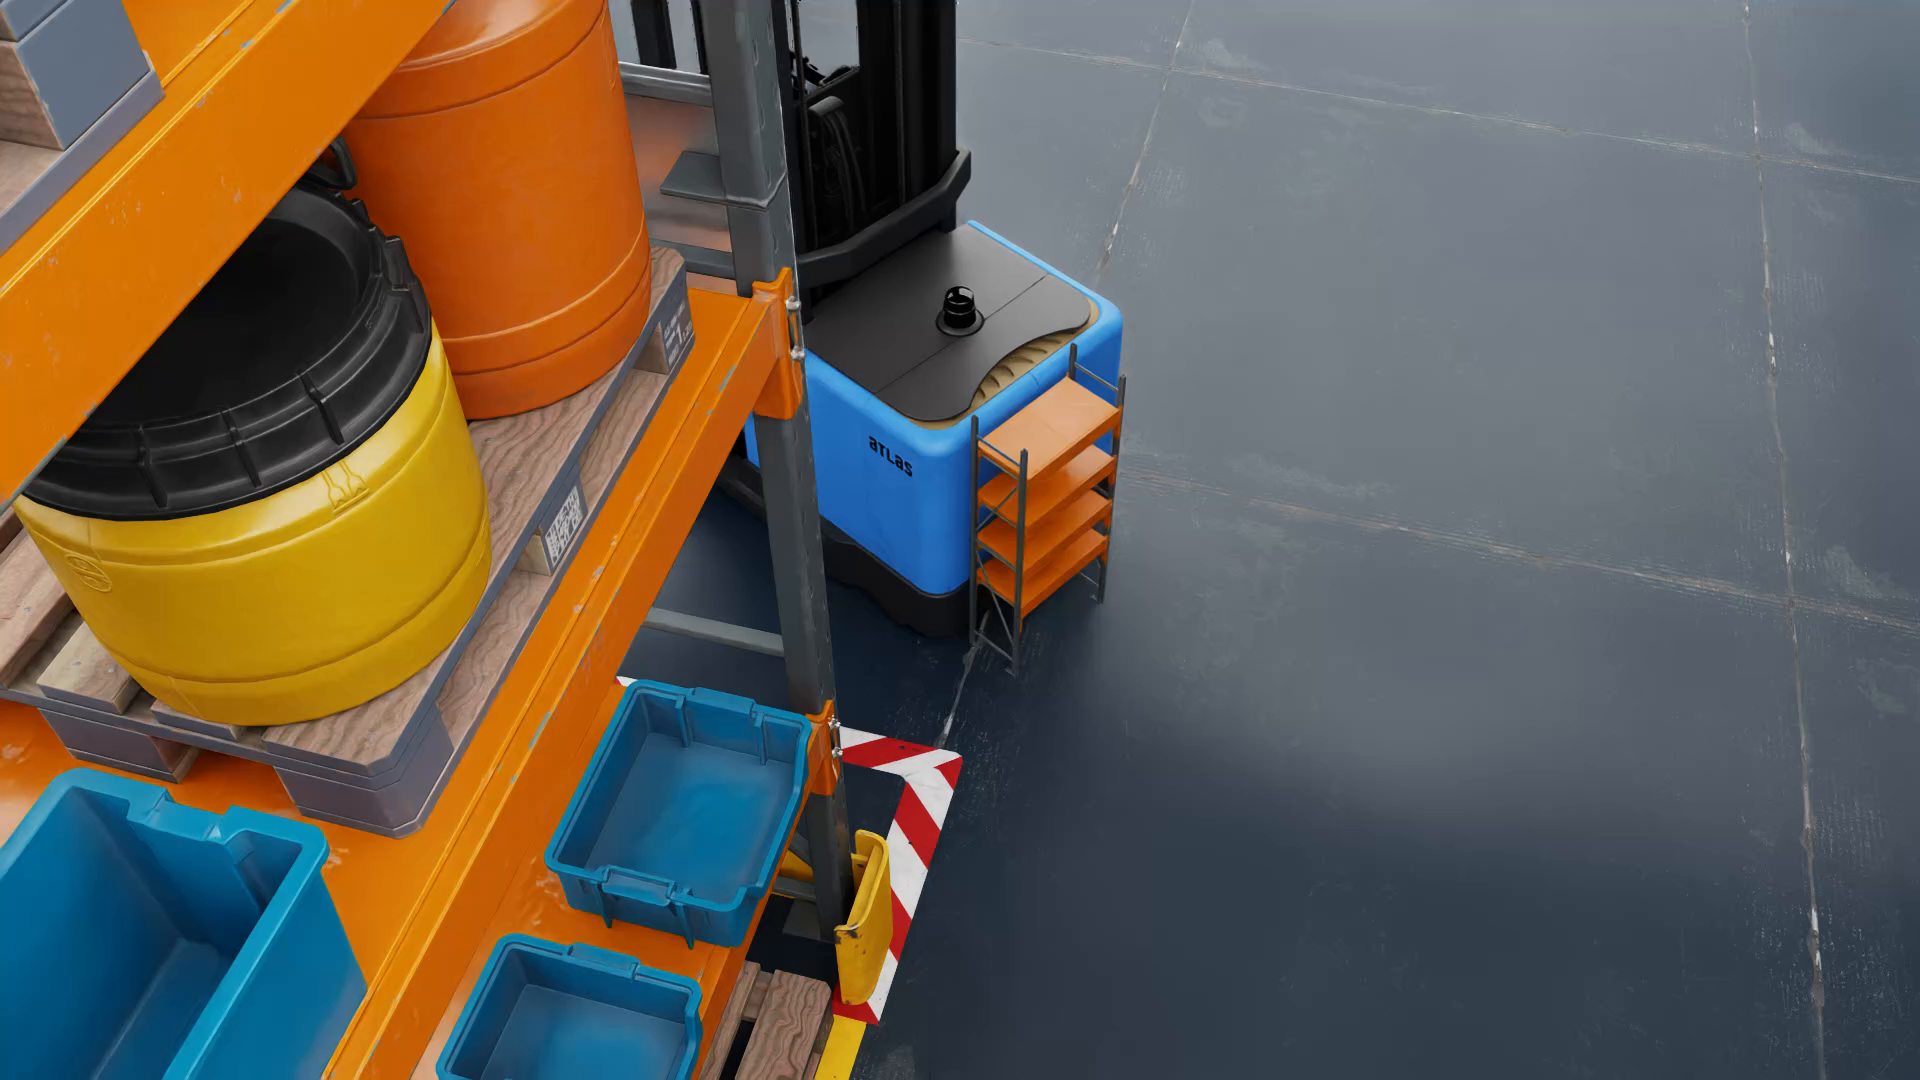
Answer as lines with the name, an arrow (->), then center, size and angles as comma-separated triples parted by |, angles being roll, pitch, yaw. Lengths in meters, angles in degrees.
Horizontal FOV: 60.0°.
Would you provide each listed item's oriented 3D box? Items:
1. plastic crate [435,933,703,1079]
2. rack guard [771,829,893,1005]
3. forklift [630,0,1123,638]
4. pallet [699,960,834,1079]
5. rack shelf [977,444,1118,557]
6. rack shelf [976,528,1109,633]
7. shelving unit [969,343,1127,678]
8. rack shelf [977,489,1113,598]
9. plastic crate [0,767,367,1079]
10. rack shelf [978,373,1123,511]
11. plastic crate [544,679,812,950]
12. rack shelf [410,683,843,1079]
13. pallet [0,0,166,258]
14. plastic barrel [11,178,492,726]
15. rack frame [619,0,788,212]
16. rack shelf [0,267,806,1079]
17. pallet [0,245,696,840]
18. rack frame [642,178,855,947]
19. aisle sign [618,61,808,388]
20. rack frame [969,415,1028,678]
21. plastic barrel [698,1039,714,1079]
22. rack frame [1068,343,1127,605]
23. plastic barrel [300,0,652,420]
plastic crate -> -0.860, 1.151, 3.752 | 0.499, 0.251, 0.408 | 12, 50, 10
rack guard -> -0.815, 1.103, 5.362 | 1.175, 0.500, 0.348 | 12, 50, 10
forklift -> -0.804, -1.592, 6.119 | 3.031, 2.935, 1.130 | 36, 58, 27
pallet -> -1.034, 1.786, 4.952 | 1.003, 0.211, 1.213 | 12, 50, 10
rack shelf -> 0.296, -0.182, 5.820 | 0.258, 0.148, 0.480 | 36, 58, 27
rack shelf -> 0.296, 0.097, 6.137 | 0.258, 0.148, 0.480 | 36, 58, 27
shelving unit -> 0.296, -0.079, 5.938 | 0.258, 1.200, 0.503 | 36, 58, 27
rack shelf -> 0.296, -0.034, 5.988 | 0.258, 0.148, 0.480 | 36, 58, 27
plastic crate -> -1.052, 0.663, 2.093 | 0.392, 0.384, 0.575 | 12, 50, 10
rack shelf -> 0.296, -0.339, 5.643 | 0.258, 0.148, 0.480 | 36, 58, 27
plastic crate -> -0.684, 0.682, 4.165 | 0.499, 0.251, 0.616 | 12, 50, 10
rack shelf -> -1.367, 1.897, 3.474 | 1.077, 0.370, 4.000 | 12, 50, 10
pallet -> -1.384, -0.172, 1.211 | 1.003, 0.211, 1.213 | 12, 50, 10
plastic barrel -> -1.018, -0.132, 2.379 | 0.600, 0.588, 0.600 | 0, 49, 0
rack frame -> -0.841, -1.773, 2.232 | 1.000, 3.000, 0.127 | 12, 50, 10
rack shelf -> -1.367, 0.904, 2.349 | 1.077, 0.370, 4.000 | 12, 50, 10
pallet -> -1.153, -0.139, 2.916 | 1.003, 0.211, 1.213 | 12, 50, 10
rack frame -> -0.841, 0.212, 4.481 | 1.000, 3.000, 0.127 | 12, 50, 10
aisle sign -> -0.535, -0.642, 3.501 | 0.394, 0.787, 0.004 | 12, 50, 10
rack frame -> 0.126, 0.053, 5.822 | 0.240, 1.200, 0.015 | 36, 58, 27
plastic barrel -> -0.940, 1.387, 4.823 | 0.421, 0.512, 0.421 | 0, 49, 0
rack frame -> 0.465, -0.210, 6.054 | 0.240, 1.200, 0.015 | 36, 58, 27
plastic barrel -> -0.846, -0.685, 2.706 | 0.600, 0.830, 0.708 | 12, 50, 10
